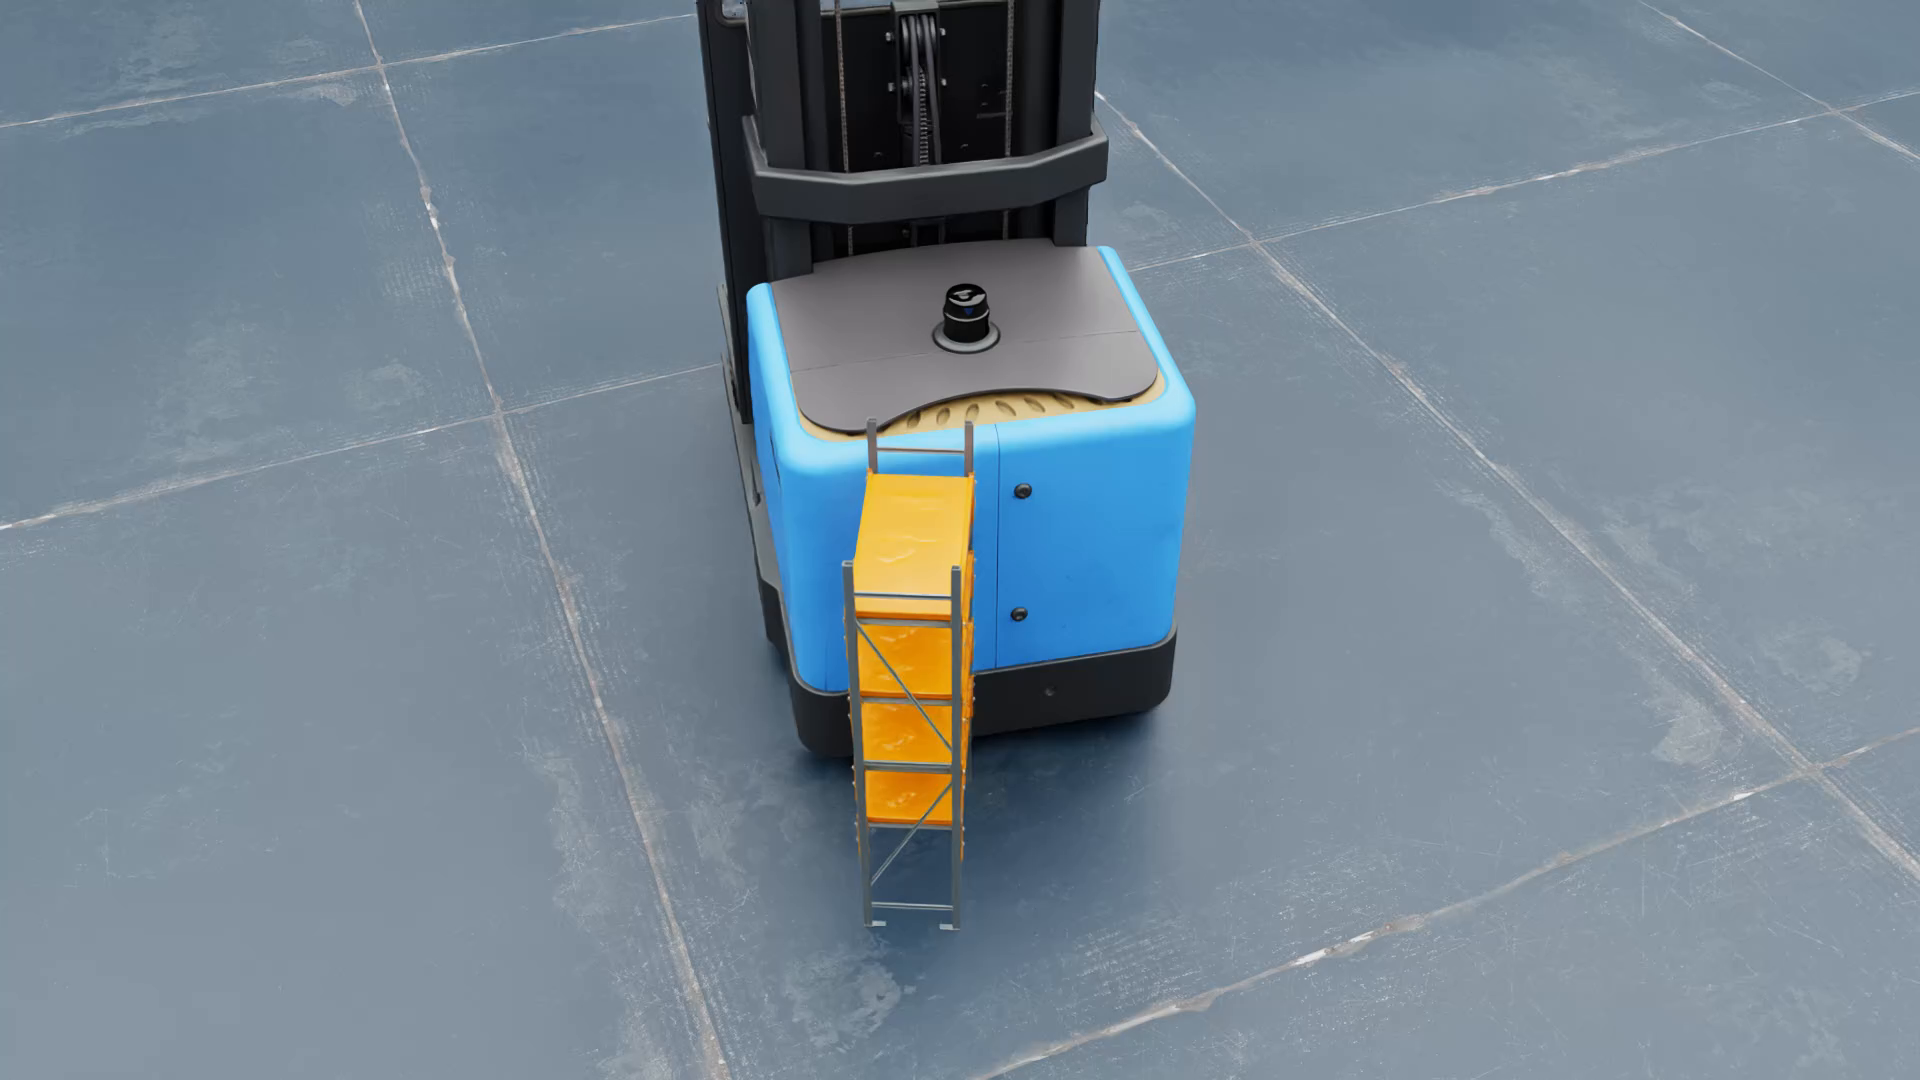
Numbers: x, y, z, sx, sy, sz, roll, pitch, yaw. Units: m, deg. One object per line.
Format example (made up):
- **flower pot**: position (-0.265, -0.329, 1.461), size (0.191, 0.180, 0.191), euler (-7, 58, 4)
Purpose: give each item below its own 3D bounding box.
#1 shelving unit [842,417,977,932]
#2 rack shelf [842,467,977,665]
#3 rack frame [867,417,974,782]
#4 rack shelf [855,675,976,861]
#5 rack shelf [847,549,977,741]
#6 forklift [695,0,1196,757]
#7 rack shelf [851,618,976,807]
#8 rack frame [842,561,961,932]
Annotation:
- **shelving unit**: position (-0.103, 0.348, 3.926), size (0.258, 1.200, 0.503), euler (2, 41, 3)
- **rack shelf**: position (-0.103, 0.050, 3.669), size (0.258, 0.148, 0.480), euler (2, 41, 3)
- **rack frame**: position (-0.089, 0.189, 4.110), size (0.240, 1.200, 0.015), euler (2, 41, 3)
- **rack shelf**: position (-0.103, 0.549, 4.099), size (0.258, 0.148, 0.480), euler (2, 41, 3)
- **rack shelf**: position (-0.103, 0.229, 3.824), size (0.258, 0.148, 0.480), euler (2, 41, 3)
- **forklift**: position (-0.212, -1.496, 4.742), size (1.130, 2.935, 3.031), euler (-8, 41, -9)
- **rack shelf**: position (-0.103, 0.399, 3.969), size (0.258, 0.148, 0.480), euler (2, 41, 3)
- **rack frame**: position (-0.117, 0.506, 3.741), size (0.240, 1.200, 0.015), euler (2, 41, 3)
